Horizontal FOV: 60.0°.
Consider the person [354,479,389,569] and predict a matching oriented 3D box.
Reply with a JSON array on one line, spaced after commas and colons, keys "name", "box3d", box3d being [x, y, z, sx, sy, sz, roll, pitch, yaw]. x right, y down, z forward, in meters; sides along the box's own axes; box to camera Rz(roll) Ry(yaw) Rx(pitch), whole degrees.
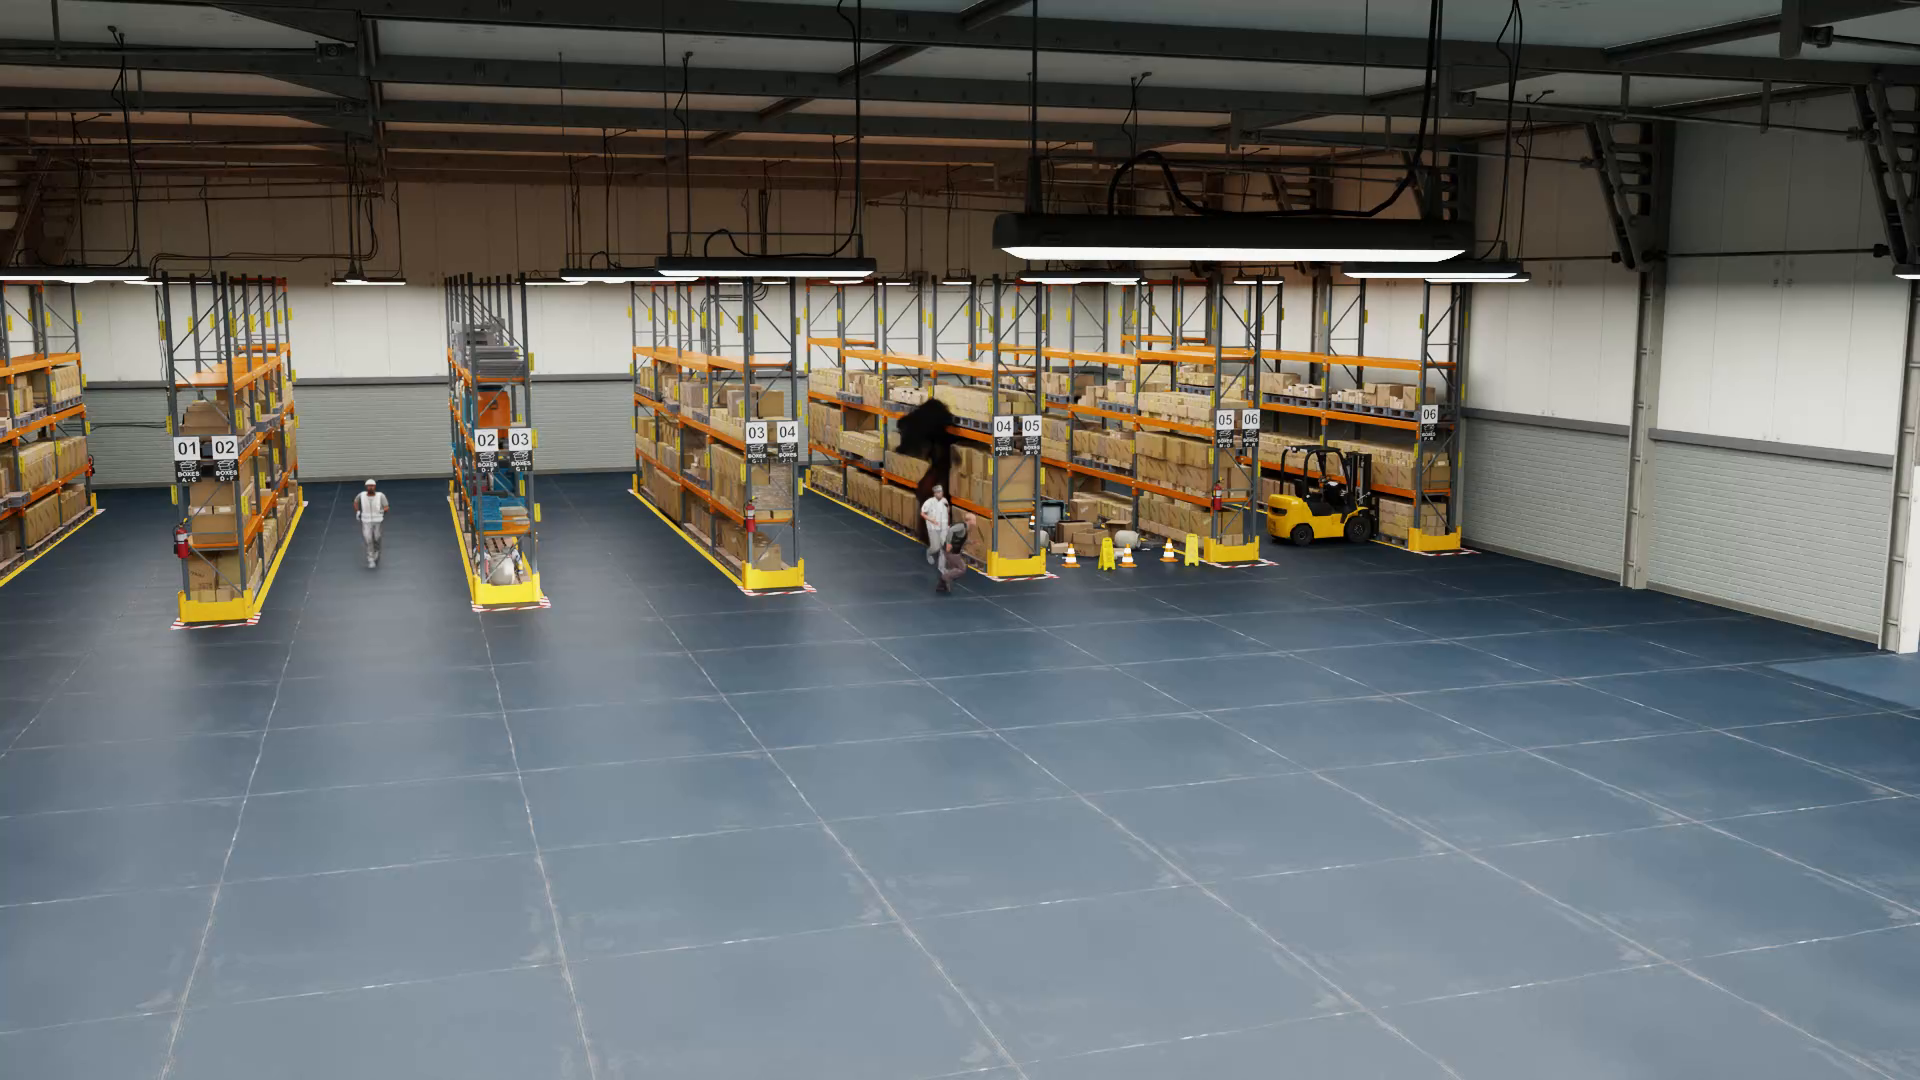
[{"name": "person", "box3d": [-12.200, -0.368, 34.527, 0.682, 1.792, 0.990, -3, 9, -21]}]

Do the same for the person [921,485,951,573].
[{"name": "person", "box3d": [-0.471, -0.239, 33.692, 0.691, 1.791, 0.762, -4, 9, -25]}]

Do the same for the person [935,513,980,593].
[{"name": "person", "box3d": [-0.052, 0.261, 31.249, 0.856, 1.548, 0.684, 1, 9, 9]}]
